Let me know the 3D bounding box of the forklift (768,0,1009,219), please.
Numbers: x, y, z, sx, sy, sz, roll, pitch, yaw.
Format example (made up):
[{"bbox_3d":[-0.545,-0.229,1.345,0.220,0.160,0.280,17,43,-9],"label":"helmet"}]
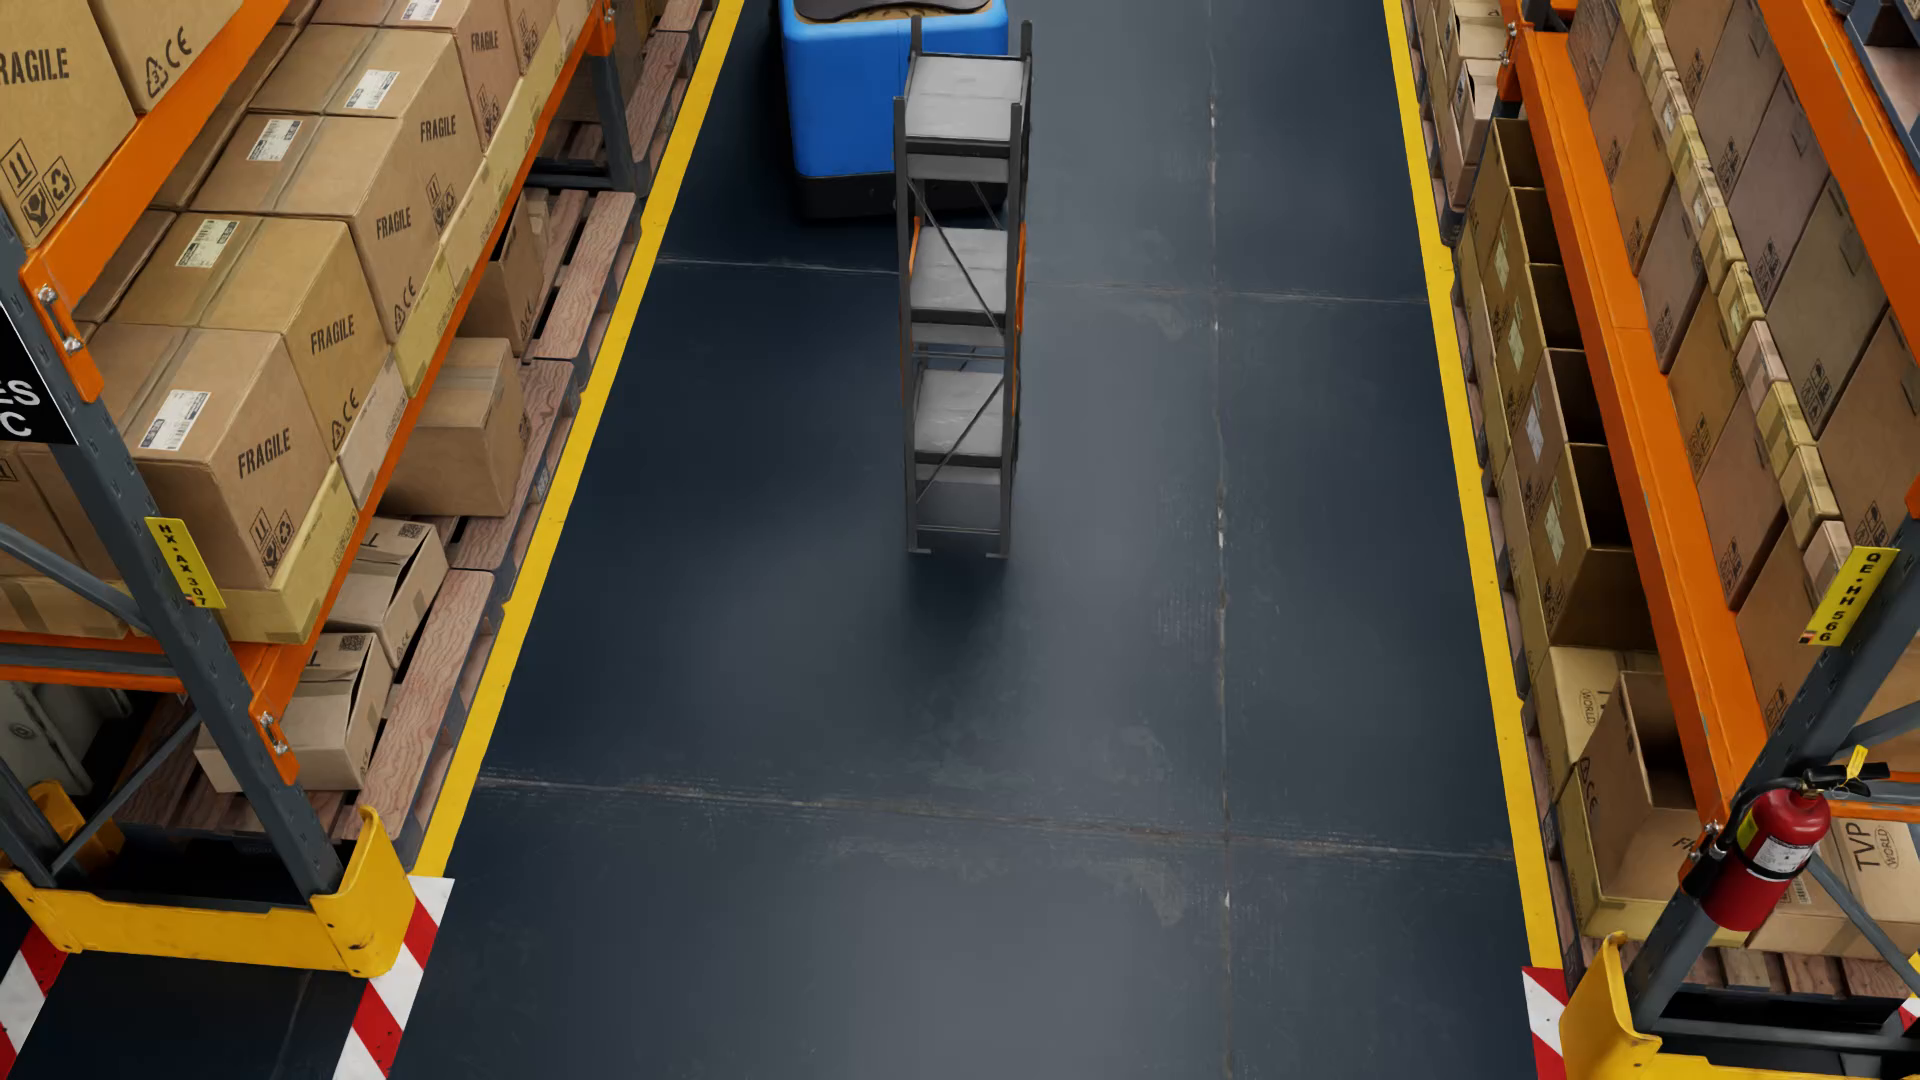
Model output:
[{"bbox_3d":[-0.467,-3.646,8.098,1.130,2.935,3.031,-5,48,-5],"label":"forklift"}]

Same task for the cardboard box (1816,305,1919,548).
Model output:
[{"bbox_3d":[2.553,-0.208,3.961,0.700,0.500,0.500,4,48,4],"label":"cardboard box"}]

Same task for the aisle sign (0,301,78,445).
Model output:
[{"bbox_3d":[-2.149,-0.490,3.404,0.394,0.787,0.004,4,48,4],"label":"aisle sign"}]

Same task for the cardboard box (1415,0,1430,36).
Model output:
[{"bbox_3d":[2.748,-2.954,8.998,0.500,0.250,0.500,5,48,4],"label":"cardboard box"}]

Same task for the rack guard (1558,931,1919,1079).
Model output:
[{"bbox_3d":[2.490,1.506,5.034,1.175,0.500,0.348,4,48,4],"label":"rack guard"}]

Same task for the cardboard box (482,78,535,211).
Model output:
[{"bbox_3d":[-1.902,-1.477,6.156,0.500,0.250,0.500,4,48,3],"label":"cardboard box"}]

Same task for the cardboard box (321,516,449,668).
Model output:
[{"bbox_3d":[-2.236,0.152,6.102,0.500,0.311,0.500,7,48,7],"label":"cardboard box"}]

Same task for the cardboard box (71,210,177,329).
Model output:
[{"bbox_3d":[-2.554,-0.625,4.869,0.500,0.500,0.500,4,48,4],"label":"cardboard box"}]

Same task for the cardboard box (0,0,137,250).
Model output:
[{"bbox_3d":[-2.161,-0.967,3.488,0.500,0.500,0.500,5,48,5],"label":"cardboard box"}]

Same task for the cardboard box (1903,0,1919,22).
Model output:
[{"bbox_3d":[2.335,-1.370,3.660,0.500,0.250,0.500,4,48,4],"label":"cardboard box"}]

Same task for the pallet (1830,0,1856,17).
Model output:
[{"bbox_3d":[2.691,-1.755,4.349,1.003,0.211,1.213,4,48,4],"label":"pallet"}]

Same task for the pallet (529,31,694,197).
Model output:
[{"bbox_3d":[-2.007,-2.256,8.670,1.003,0.211,1.213,4,48,4],"label":"pallet"}]

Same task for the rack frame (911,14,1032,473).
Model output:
[{"bbox_3d":[0.037,-1.010,6.250,0.400,2.100,0.015,4,48,4],"label":"rack frame"}]

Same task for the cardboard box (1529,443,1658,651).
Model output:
[{"bbox_3d":[2.322,0.028,5.762,0.500,0.500,0.500,4,48,4],"label":"cardboard box"}]

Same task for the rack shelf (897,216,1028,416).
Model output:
[{"bbox_3d":[0.015,-0.821,6.097,0.431,0.518,0.480,4,48,4],"label":"rack shelf"}]

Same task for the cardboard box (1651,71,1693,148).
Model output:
[{"bbox_3d":[2.526,-1.416,5.505,0.380,0.149,0.250,3,48,2],"label":"cardboard box"}]

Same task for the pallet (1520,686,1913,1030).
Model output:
[{"bbox_3d":[2.520,1.021,5.673,1.003,0.211,1.213,4,48,4],"label":"pallet"}]

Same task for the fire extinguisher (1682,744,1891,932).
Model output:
[{"bbox_3d":[2.019,0.726,4.105,0.296,0.674,0.183,4,48,4],"label":"fire extinguisher"}]

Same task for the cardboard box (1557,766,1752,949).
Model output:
[{"bbox_3d":[2.247,1.017,5.366,0.500,0.250,0.500,4,48,4],"label":"cardboard box"}]

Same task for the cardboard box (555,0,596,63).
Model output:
[{"bbox_3d":[-1.818,-2.213,6.829,0.500,0.250,0.500,4,48,4],"label":"cardboard box"}]

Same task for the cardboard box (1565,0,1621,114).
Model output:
[{"bbox_3d":[2.823,-2.002,6.480,0.700,0.500,0.500,3,48,3],"label":"cardboard box"}]

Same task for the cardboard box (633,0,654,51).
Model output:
[{"bbox_3d":[-2.029,-2.855,8.724,0.700,0.500,0.500,3,48,3],"label":"cardboard box"}]

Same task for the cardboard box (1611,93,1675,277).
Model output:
[{"bbox_3d":[2.732,-1.245,5.789,0.700,0.500,0.500,5,48,4],"label":"cardboard box"}]

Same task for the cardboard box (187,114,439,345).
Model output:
[{"bbox_3d":[-1.990,-0.967,5.182,0.500,0.500,0.500,2,48,2],"label":"cardboard box"}]

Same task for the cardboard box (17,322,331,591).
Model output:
[{"bbox_3d":[-2.098,-0.226,4.503,0.500,0.500,0.500,4,48,4],"label":"cardboard box"}]

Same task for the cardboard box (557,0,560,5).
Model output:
[{"bbox_3d":[-1.812,-2.466,6.553,0.500,0.500,0.500,4,48,3],"label":"cardboard box"}]

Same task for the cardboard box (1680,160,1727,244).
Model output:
[{"bbox_3d":[2.477,-1.042,5.162,0.380,0.149,0.250,3,48,3],"label":"cardboard box"}]

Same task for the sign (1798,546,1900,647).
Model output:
[{"bbox_3d":[1.953,0.127,3.656,0.100,0.325,0.005,4,48,4],"label":"sign"}]

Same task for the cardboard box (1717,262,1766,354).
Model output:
[{"bbox_3d":[2.432,-0.660,4.813,0.380,0.149,0.250,5,48,5],"label":"cardboard box"}]

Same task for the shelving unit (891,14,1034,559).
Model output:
[{"bbox_3d":[0.015,-0.830,6.086,0.431,2.100,0.503,4,48,4],"label":"shelving unit"}]

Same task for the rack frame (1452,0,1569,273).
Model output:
[{"bbox_3d":[2.857,-2.295,6.816,1.000,3.000,0.127,4,48,4],"label":"rack frame"}]

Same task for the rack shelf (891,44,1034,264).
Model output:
[{"bbox_3d":[0.015,-1.294,5.580,0.431,0.518,0.480,4,48,4],"label":"rack shelf"}]

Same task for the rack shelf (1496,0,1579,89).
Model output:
[{"bbox_3d":[3.039,-3.522,8.426,1.077,0.370,4.000,4,48,4],"label":"rack shelf"}]

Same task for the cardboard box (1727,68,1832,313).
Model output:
[{"bbox_3d":[2.640,-0.965,4.653,0.700,0.500,0.500,4,48,4],"label":"cardboard box"}]

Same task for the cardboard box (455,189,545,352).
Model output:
[{"bbox_3d":[-2.131,-1.165,7.178,0.500,0.500,0.500,1,48,1],"label":"cardboard box"}]

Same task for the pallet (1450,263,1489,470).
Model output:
[{"bbox_3d":[2.743,-0.772,7.313,1.003,0.211,1.213,4,48,4],"label":"pallet"}]

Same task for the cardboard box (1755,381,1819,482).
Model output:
[{"bbox_3d":[2.383,-0.282,4.468,0.380,0.149,0.250,3,48,3],"label":"cardboard box"}]

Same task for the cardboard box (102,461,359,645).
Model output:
[{"bbox_3d":[-2.080,0.021,4.786,0.500,0.250,0.500,3,48,2],"label":"cardboard box"}]

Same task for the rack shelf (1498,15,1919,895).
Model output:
[{"bbox_3d":[2.675,-0.582,5.737,1.077,0.370,4.000,4,48,4],"label":"rack shelf"}]

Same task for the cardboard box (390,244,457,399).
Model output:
[{"bbox_3d":[-1.995,-0.736,5.478,0.500,0.250,0.500,3,48,3],"label":"cardboard box"}]

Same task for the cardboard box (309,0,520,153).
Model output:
[{"bbox_3d":[-1.908,-1.730,5.879,0.500,0.500,0.500,3,48,2],"label":"cardboard box"}]

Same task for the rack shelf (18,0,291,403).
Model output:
[{"bbox_3d":[-2.259,-1.925,4.933,1.077,0.370,4.000,4,48,4],"label":"rack shelf"}]

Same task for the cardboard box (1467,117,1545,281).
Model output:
[{"bbox_3d":[2.503,-1.442,7.106,0.500,0.500,0.500,4,48,4],"label":"cardboard box"}]

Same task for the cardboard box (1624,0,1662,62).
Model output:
[{"bbox_3d":[2.573,-1.796,5.852,0.380,0.149,0.250,3,48,3],"label":"cardboard box"}]

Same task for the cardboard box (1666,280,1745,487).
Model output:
[{"bbox_3d":[2.642,-0.482,5.090,0.700,0.500,0.500,4,48,4],"label":"cardboard box"}]

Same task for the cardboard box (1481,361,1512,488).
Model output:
[{"bbox_3d":[2.411,-0.454,6.711,0.500,0.250,0.500,4,48,4],"label":"cardboard box"}]

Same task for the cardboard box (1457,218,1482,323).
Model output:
[{"bbox_3d":[2.513,-1.188,7.383,0.500,0.250,0.500,4,48,4],"label":"cardboard box"}]

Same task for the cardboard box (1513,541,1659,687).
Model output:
[{"bbox_3d":[2.325,0.281,6.039,0.500,0.250,0.500,4,48,4],"label":"cardboard box"}]

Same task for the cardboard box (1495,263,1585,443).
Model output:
[{"bbox_3d":[2.412,-0.707,6.434,0.500,0.500,0.500,4,48,4],"label":"cardboard box"}]

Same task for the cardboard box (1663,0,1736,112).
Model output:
[{"bbox_3d":[2.732,-1.700,5.326,0.700,0.500,0.500,4,48,4],"label":"cardboard box"}]

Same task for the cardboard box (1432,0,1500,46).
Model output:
[{"bbox_3d":[2.697,-2.764,8.444,0.500,0.311,0.500,4,48,3],"label":"cardboard box"}]

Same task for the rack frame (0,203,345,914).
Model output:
[{"bbox_3d":[-2.441,0.314,4.430,1.000,3.000,0.127,4,48,4],"label":"rack frame"}]

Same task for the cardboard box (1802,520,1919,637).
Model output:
[{"bbox_3d":[2.338,0.098,4.120,0.380,0.149,0.250,3,48,3],"label":"cardboard box"}]

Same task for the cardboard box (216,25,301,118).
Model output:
[{"bbox_3d":[-2.465,-1.375,5.555,0.500,0.500,0.500,4,48,4],"label":"cardboard box"}]

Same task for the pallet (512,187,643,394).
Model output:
[{"bbox_3d":[-2.102,-1.188,7.694,1.003,0.211,1.213,4,48,4],"label":"pallet"}]

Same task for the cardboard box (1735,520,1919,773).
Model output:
[{"bbox_3d":[2.548,0.269,4.404,0.700,0.500,0.500,4,48,4],"label":"cardboard box"}]

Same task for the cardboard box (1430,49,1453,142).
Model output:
[{"bbox_3d":[2.654,-2.204,8.312,0.500,0.250,0.500,3,48,3],"label":"cardboard box"}]

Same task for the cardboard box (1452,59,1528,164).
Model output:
[{"bbox_3d":[2.608,-2.015,7.759,0.500,0.311,0.500,4,48,4],"label":"cardboard box"}]

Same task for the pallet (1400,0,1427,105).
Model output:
[{"bbox_3d":[2.994,-2.797,9.165,1.003,0.211,1.213,4,48,4],"label":"pallet"}]
